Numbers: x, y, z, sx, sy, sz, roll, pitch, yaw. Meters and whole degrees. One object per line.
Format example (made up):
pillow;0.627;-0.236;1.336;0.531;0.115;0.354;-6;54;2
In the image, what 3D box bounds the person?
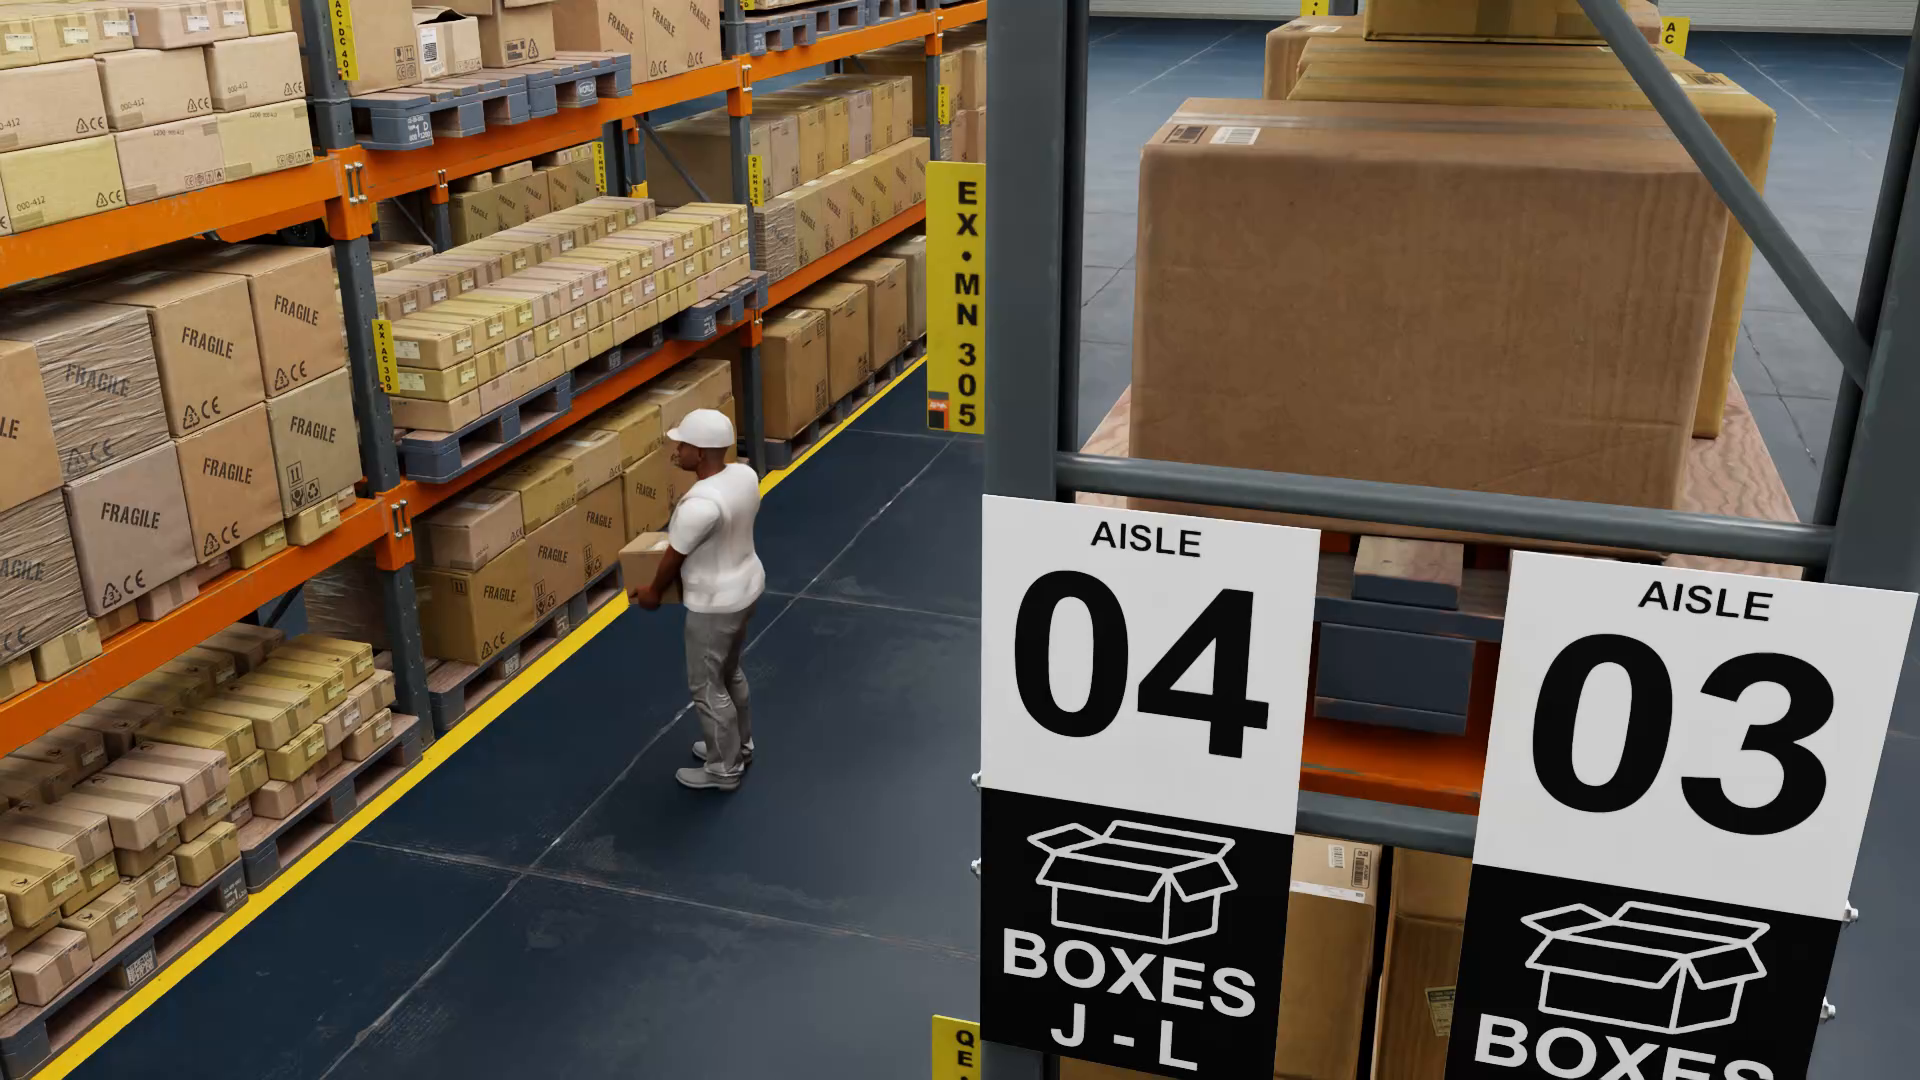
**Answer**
person;-1.169;0.255;7.421;0.561;1.763;0.505;6;23;15
